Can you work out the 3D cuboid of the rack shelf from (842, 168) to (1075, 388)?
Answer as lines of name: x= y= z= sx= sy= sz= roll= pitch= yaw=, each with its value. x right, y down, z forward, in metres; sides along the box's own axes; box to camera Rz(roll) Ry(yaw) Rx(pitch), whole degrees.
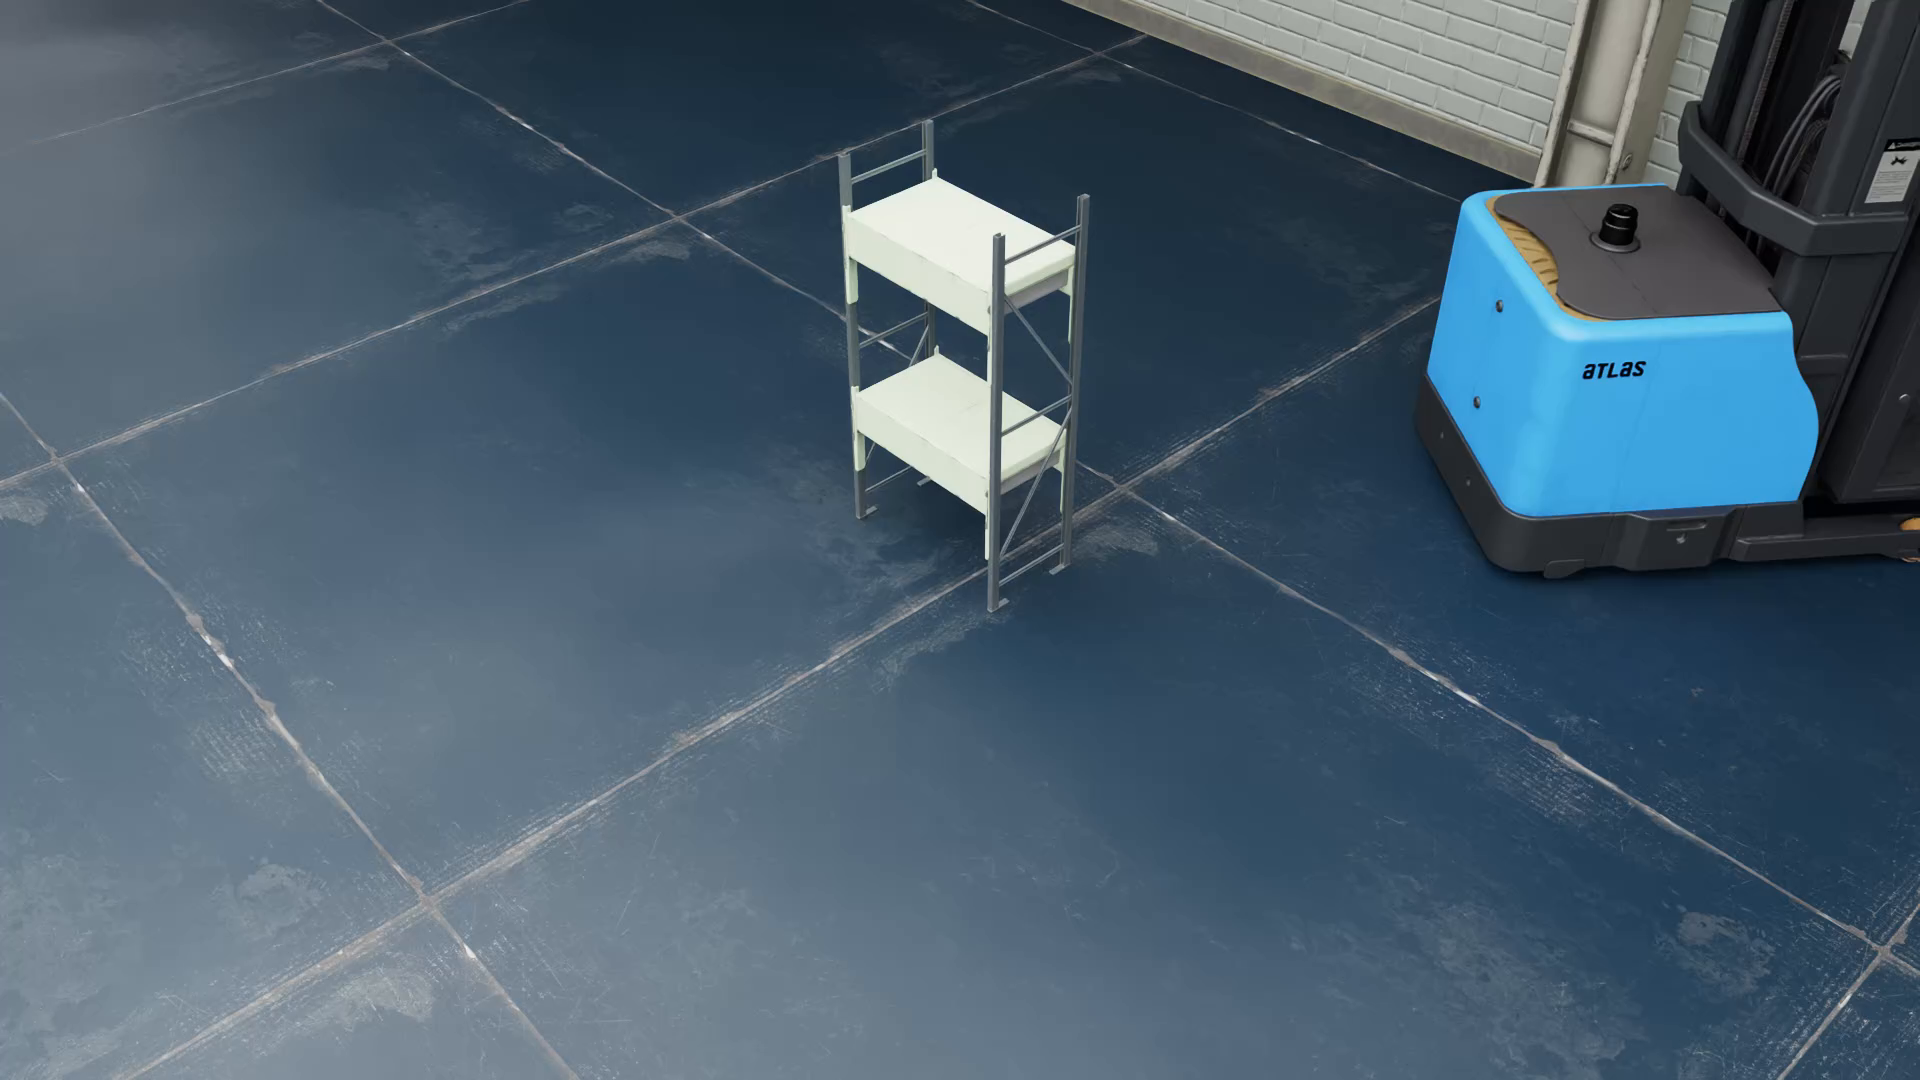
rack shelf: x=0.005 y=-0.884 z=5.530 sx=0.431 sy=0.370 sz=0.720 roll=-30 pitch=48 yaw=-32

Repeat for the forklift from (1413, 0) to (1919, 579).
forklift: x=3.383 y=-1.386 z=5.634 sx=3.031 sy=2.935 sz=1.130 roll=-4 pitch=39 yaw=-5

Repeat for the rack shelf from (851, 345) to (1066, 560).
rack shelf: x=0.005 y=-0.327 z=5.980 sx=0.431 sy=0.370 sz=0.720 roll=-30 pitch=48 yaw=-32

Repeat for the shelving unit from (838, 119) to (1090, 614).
shelving unit: x=0.005 y=-0.580 z=5.775 sx=0.431 sy=1.500 sz=0.755 roll=-30 pitch=48 yaw=-32

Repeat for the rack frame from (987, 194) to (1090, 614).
rack frame: x=0.252 y=-0.411 z=5.565 sx=0.400 sy=1.500 sz=0.023 roll=-30 pitch=48 yaw=-32

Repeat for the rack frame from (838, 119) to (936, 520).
rack frame: x=-0.243 y=-0.750 z=5.985 sx=0.400 sy=1.500 sz=0.023 roll=-30 pitch=48 yaw=-32

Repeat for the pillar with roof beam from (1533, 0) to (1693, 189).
pillar with roof beam: x=-0.100 y=-3.285 z=3.156 sx=9.100 sy=9.000 sz=0.400 roll=-30 pitch=48 yaw=-32
